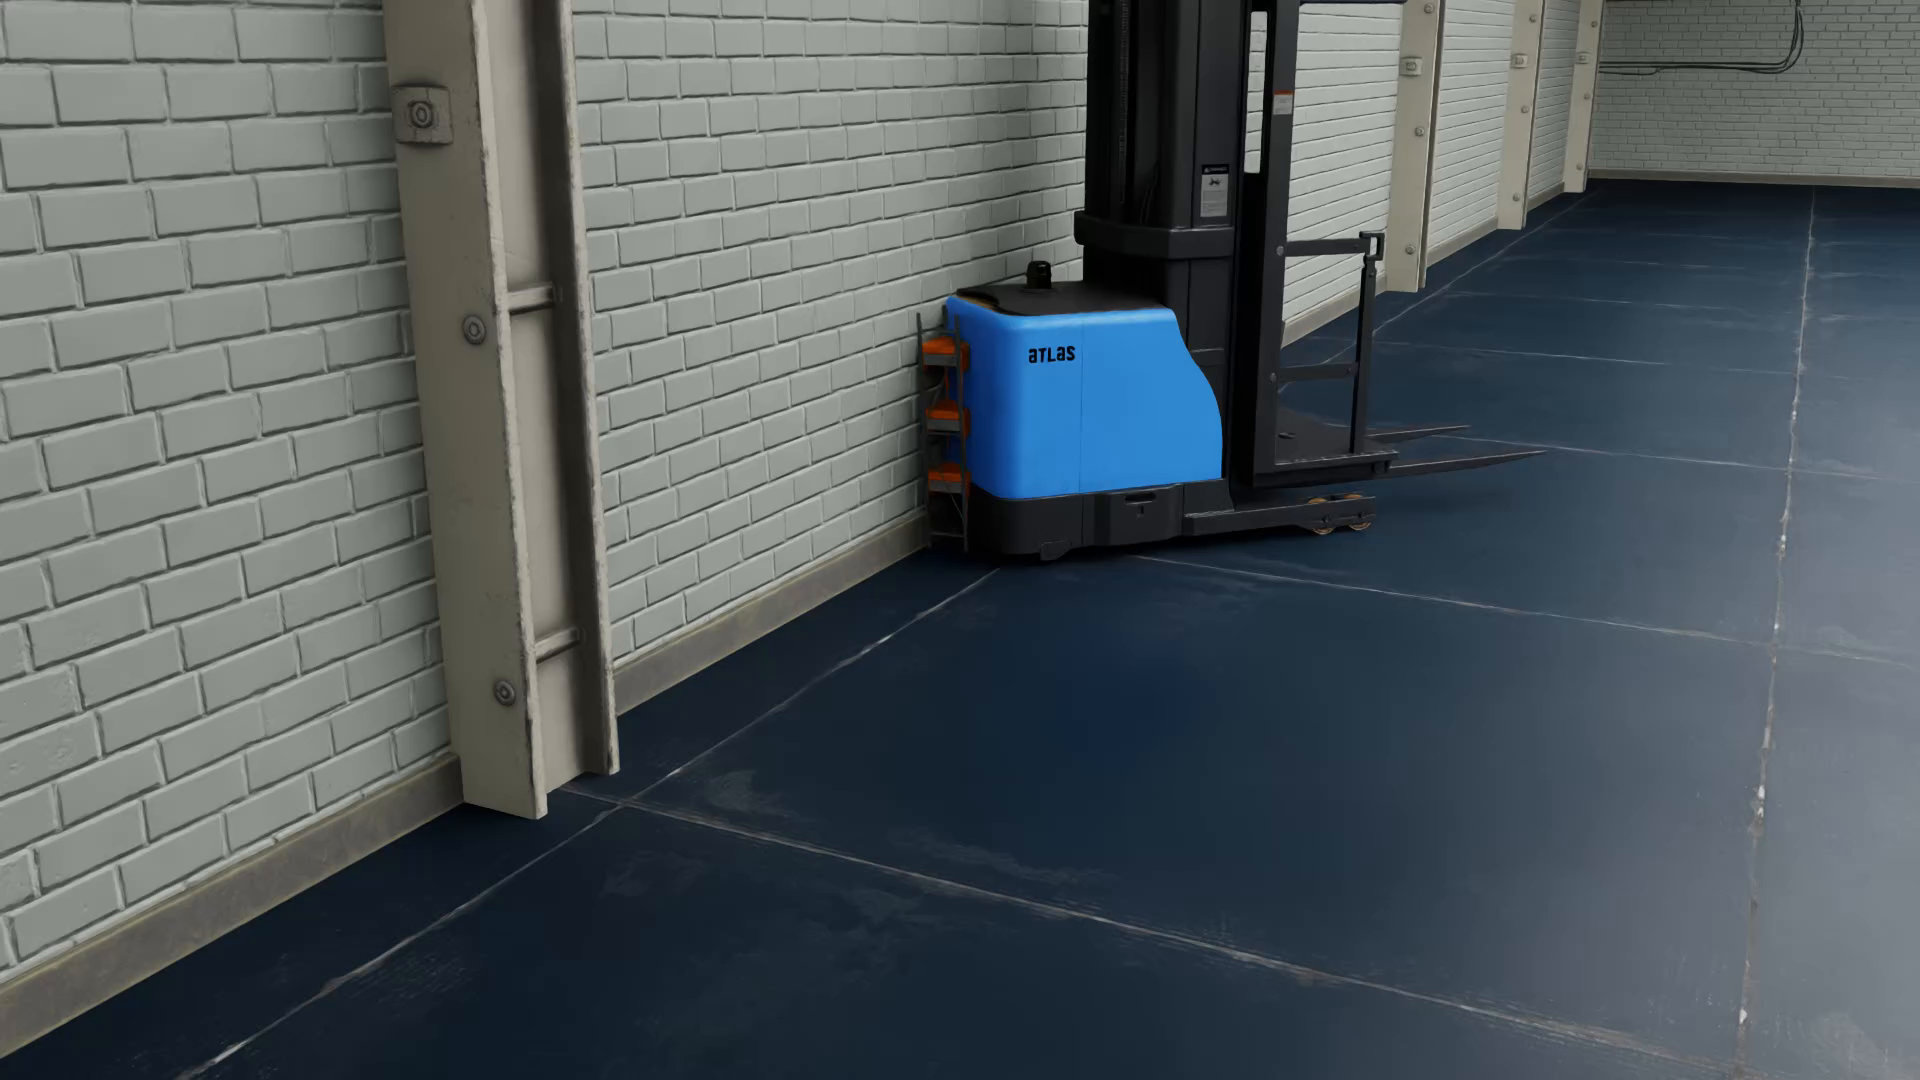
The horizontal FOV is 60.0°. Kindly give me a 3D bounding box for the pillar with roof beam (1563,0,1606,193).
[{"bbox_3d":[13.303,-9.140,22.494,9.100,9.000,0.400,8,18,25],"label":"pillar with roof beam"}]

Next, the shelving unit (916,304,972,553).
[{"bbox_3d":[-0.020,-0.491,7.310,0.215,1.050,0.252,6,18,26],"label":"shelving unit"}]

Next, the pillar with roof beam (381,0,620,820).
[{"bbox_3d":[2.579,-3.027,1.912,9.100,9.000,0.400,8,18,25],"label":"pillar with roof beam"}]

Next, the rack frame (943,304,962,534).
[{"bbox_3d":[0.035,-0.524,7.413,0.200,1.050,0.008,6,18,26],"label":"rack frame"}]

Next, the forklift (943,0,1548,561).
[{"bbox_3d":[1.385,-1.562,7.635,3.031,2.935,1.130,-6,18,-21],"label":"forklift"}]

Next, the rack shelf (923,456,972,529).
[{"bbox_3d":[-0.008,-0.214,7.392,0.215,0.259,0.240,6,18,26],"label":"rack shelf"}]

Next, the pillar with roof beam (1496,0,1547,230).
[{"bbox_3d":[10.622,-7.612,17.348,9.100,9.000,0.400,8,18,25],"label":"pillar with roof beam"}]

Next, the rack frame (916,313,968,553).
[{"bbox_3d":[-0.075,-0.458,7.206,0.200,1.050,0.008,6,18,26],"label":"rack frame"}]

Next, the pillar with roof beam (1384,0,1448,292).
[{"bbox_3d":[7.941,-6.084,12.203,9.100,9.000,0.400,8,18,25],"label":"pillar with roof beam"}]

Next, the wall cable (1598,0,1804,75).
[{"bbox_3d":[11.951,-8.782,26.740,3.097,2.526,0.112,8,18,25],"label":"wall cable"}]

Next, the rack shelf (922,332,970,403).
[{"bbox_3d":[-0.030,-0.753,7.232,0.215,0.259,0.240,6,18,26],"label":"rack shelf"}]

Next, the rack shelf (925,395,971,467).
[{"bbox_3d":[-0.019,-0.481,7.313,0.215,0.259,0.240,6,18,26],"label":"rack shelf"}]
